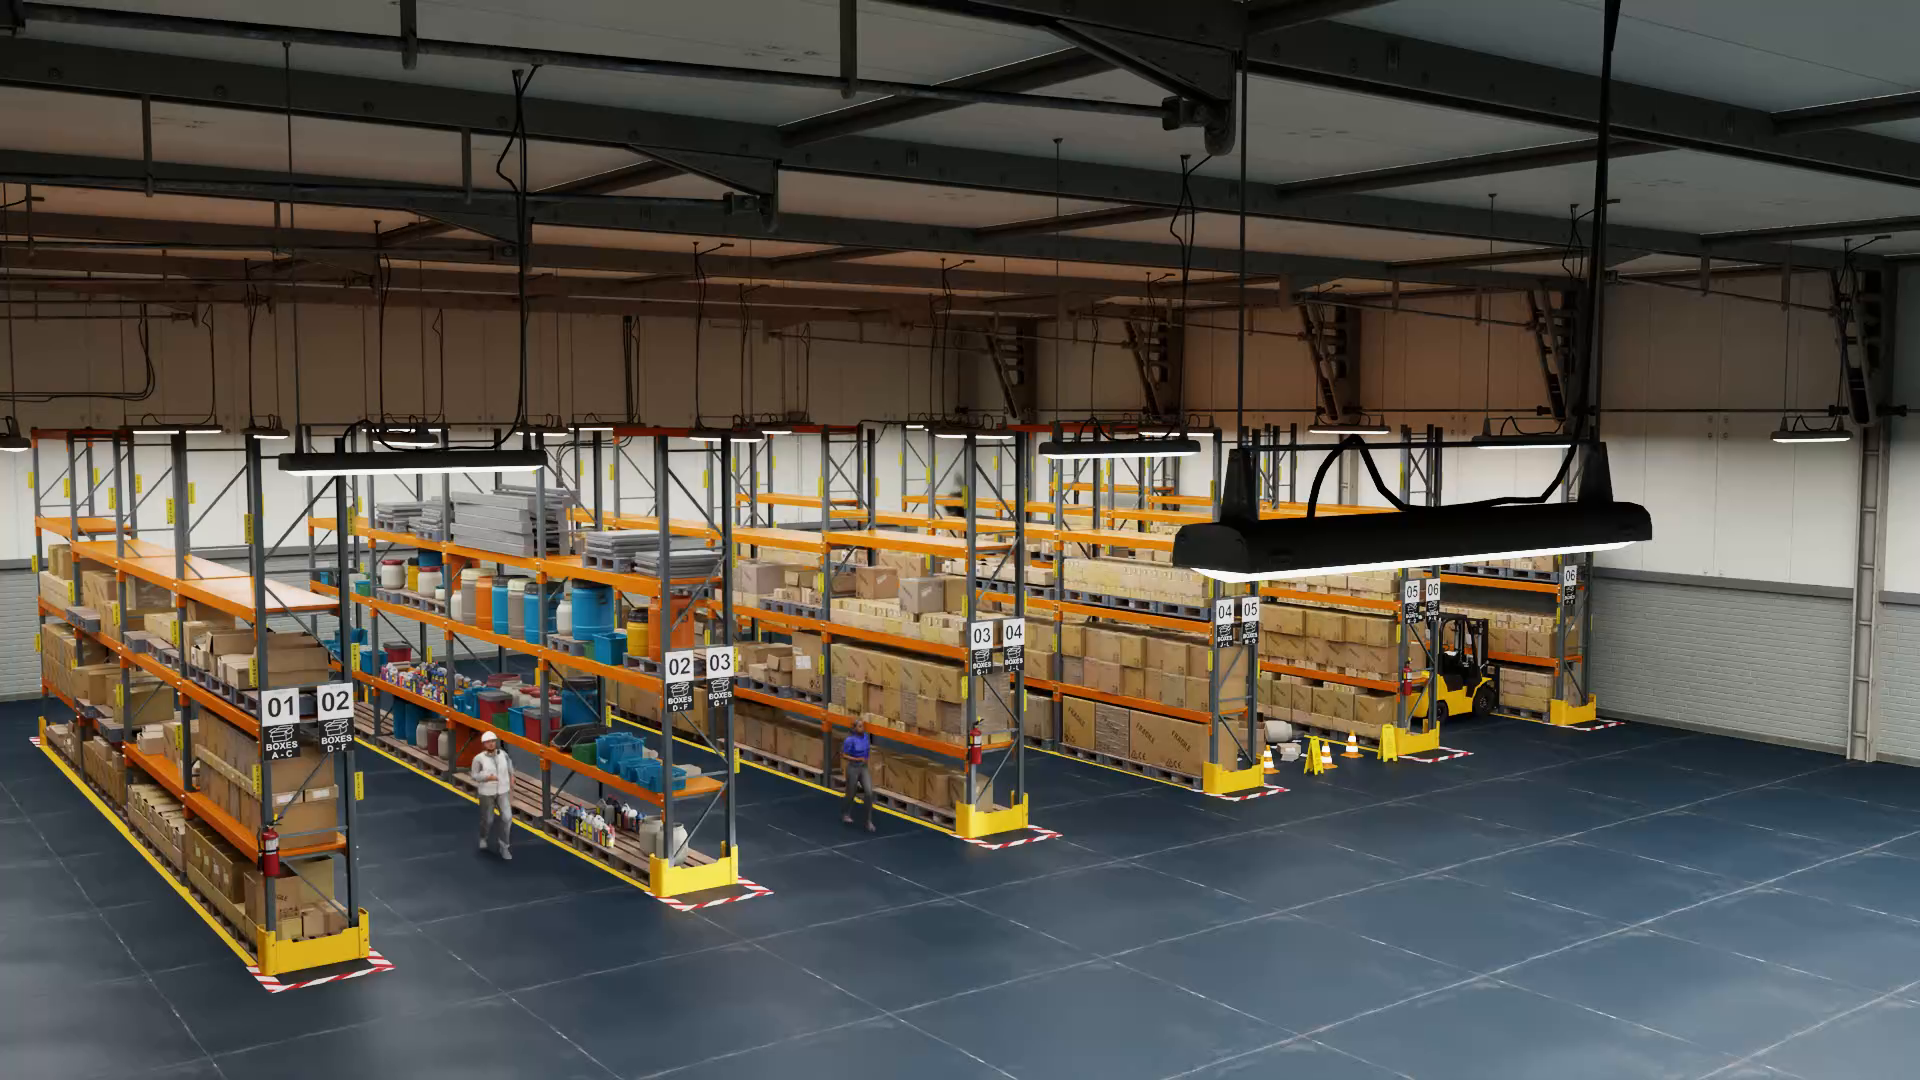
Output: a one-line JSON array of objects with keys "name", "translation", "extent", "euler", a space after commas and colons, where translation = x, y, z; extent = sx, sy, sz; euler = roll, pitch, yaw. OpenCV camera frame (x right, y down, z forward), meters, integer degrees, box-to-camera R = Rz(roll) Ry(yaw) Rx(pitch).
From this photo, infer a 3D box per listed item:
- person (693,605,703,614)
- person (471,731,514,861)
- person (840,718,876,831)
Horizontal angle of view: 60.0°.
[{"name": "person", "translation": [-6.616, 2.296, 40.653], "extent": [0.720, 1.693, 0.640], "euler": [4, 6, 38]}, {"name": "person", "translation": [-6.614, 3.611, 23.608], "extent": [0.661, 1.809, 0.822], "euler": [-3, 5, -32]}, {"name": "person", "translation": [-1.569, 3.542, 25.159], "extent": [0.561, 1.714, 0.768], "euler": [-3, 6, -36]}]
